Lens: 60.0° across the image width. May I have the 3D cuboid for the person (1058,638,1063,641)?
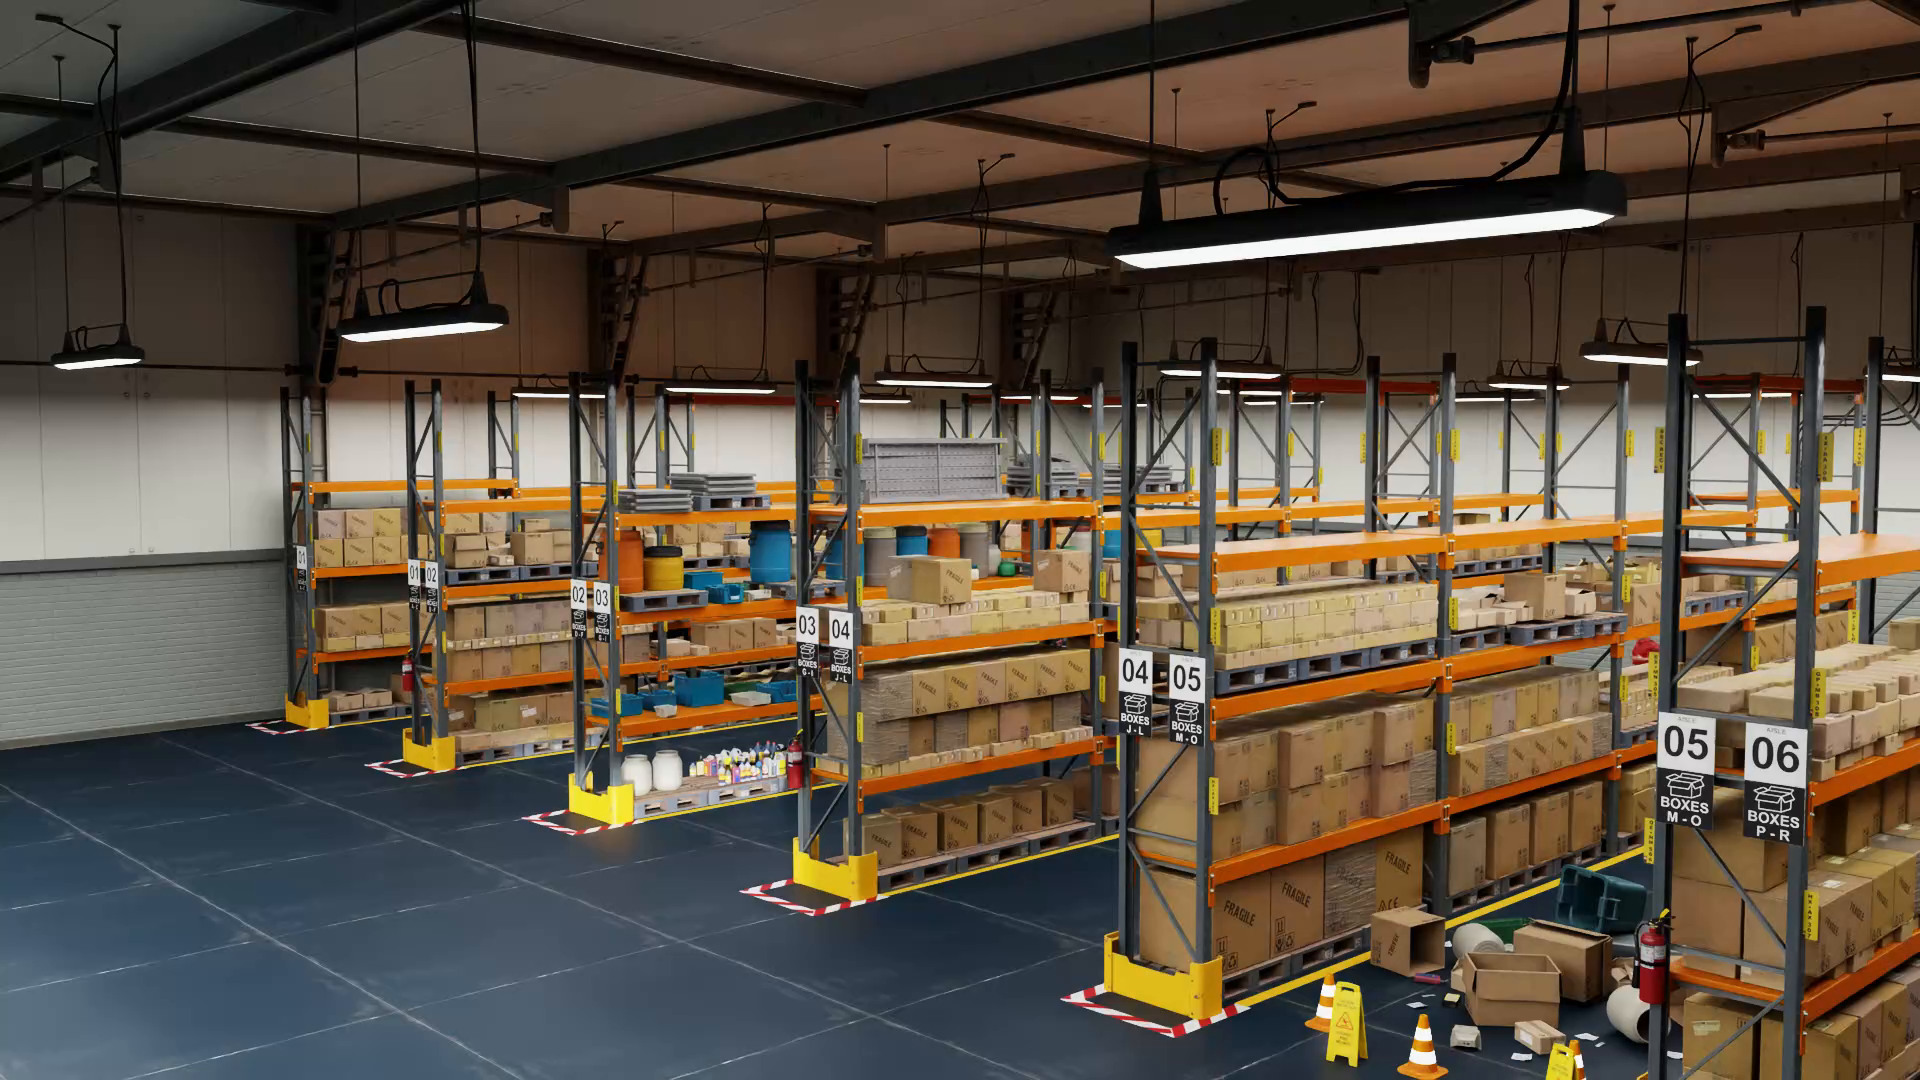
[{"bbox_3d":[2.508,1.854,39.304,0.524,1.609,0.577,-3,5,-40],"label":"person"}]

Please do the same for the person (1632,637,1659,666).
[{"bbox_3d":[12.221,2.386,29.659,0.588,1.710,0.993,3,5,44],"label":"person"}]

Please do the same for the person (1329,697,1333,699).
[{"bbox_3d":[5.095,2.893,22.605,0.430,1.669,0.535,1,4,21],"label":"person"}]
